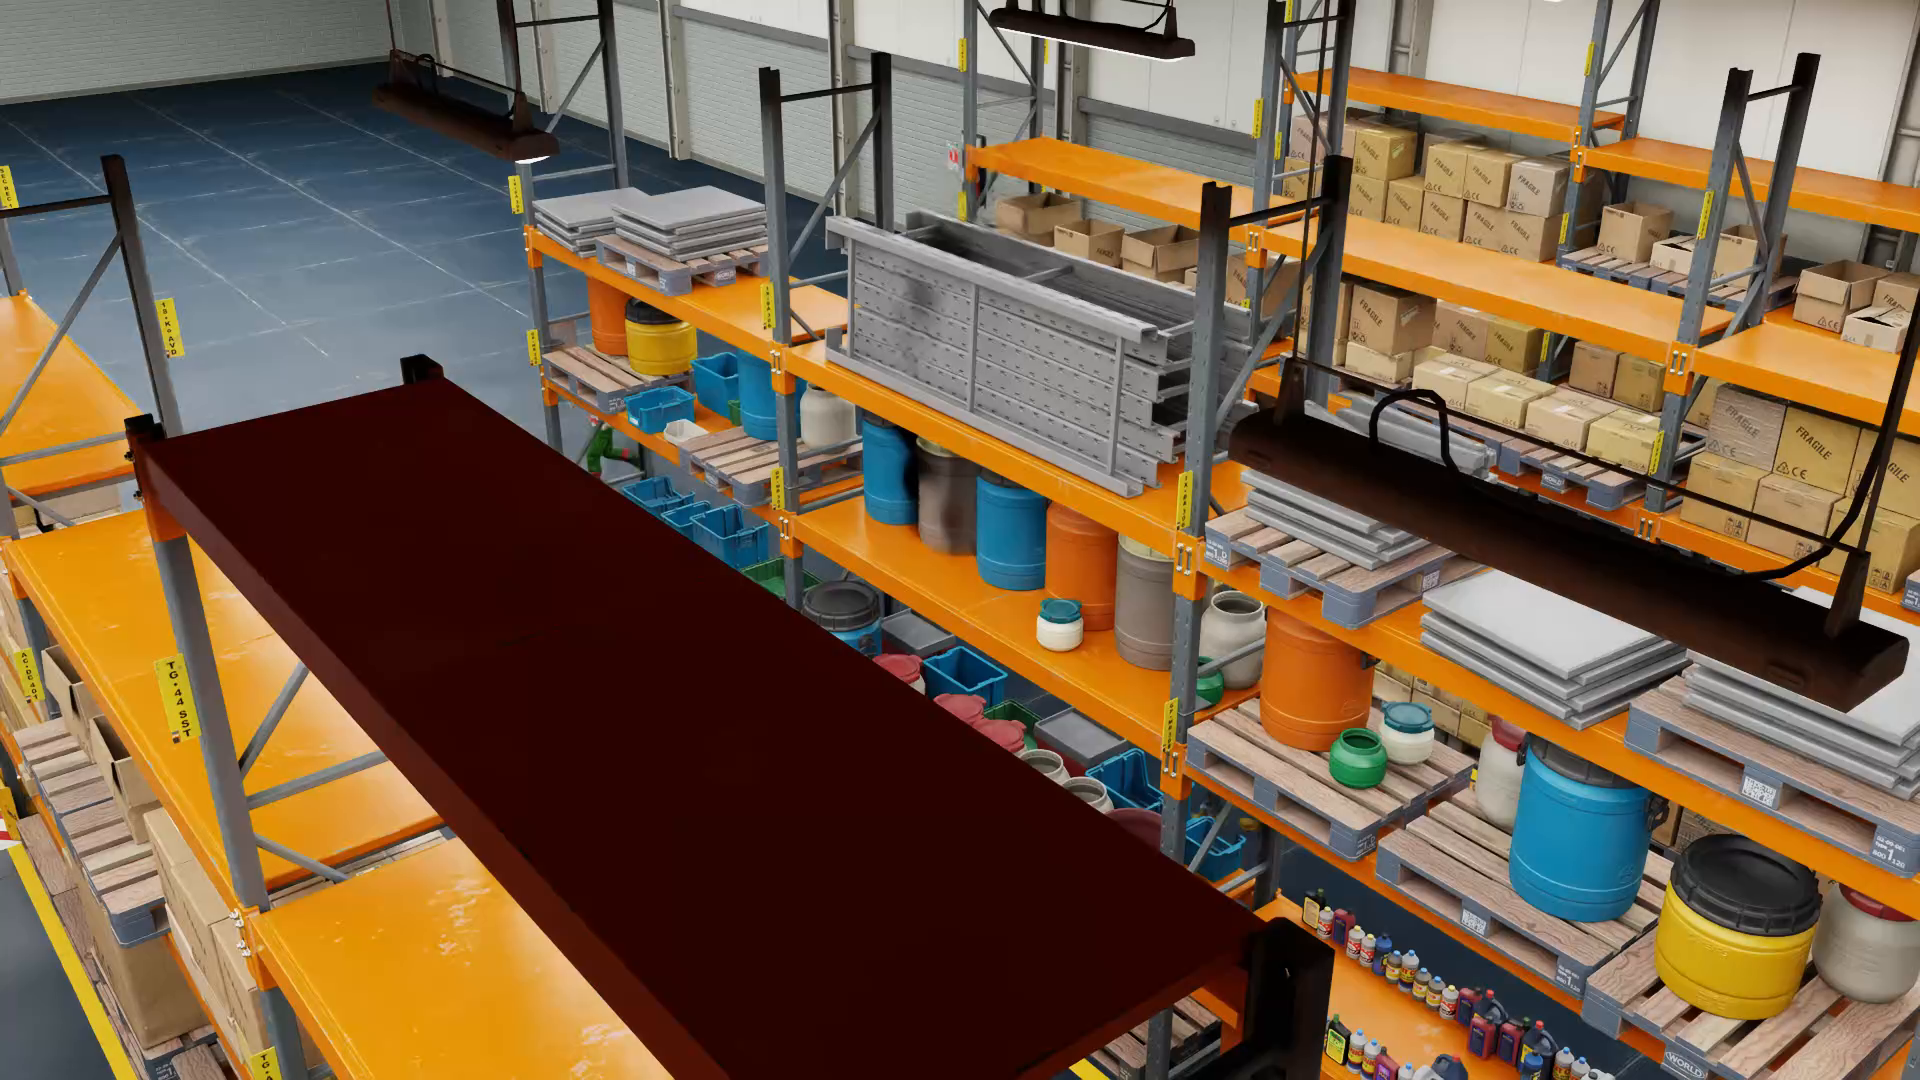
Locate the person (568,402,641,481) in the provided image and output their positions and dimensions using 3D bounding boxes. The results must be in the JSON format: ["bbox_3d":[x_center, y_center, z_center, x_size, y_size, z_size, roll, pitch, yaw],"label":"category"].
[{"bbox_3d":[-4.036,-1.332,18.959,0.960,1.778,0.662,-8,27,-16],"label":"person"}]

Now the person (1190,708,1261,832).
[{"bbox_3d":[2.111,1.449,12.592,0.677,1.854,0.713,-23,34,-39],"label":"person"}]
